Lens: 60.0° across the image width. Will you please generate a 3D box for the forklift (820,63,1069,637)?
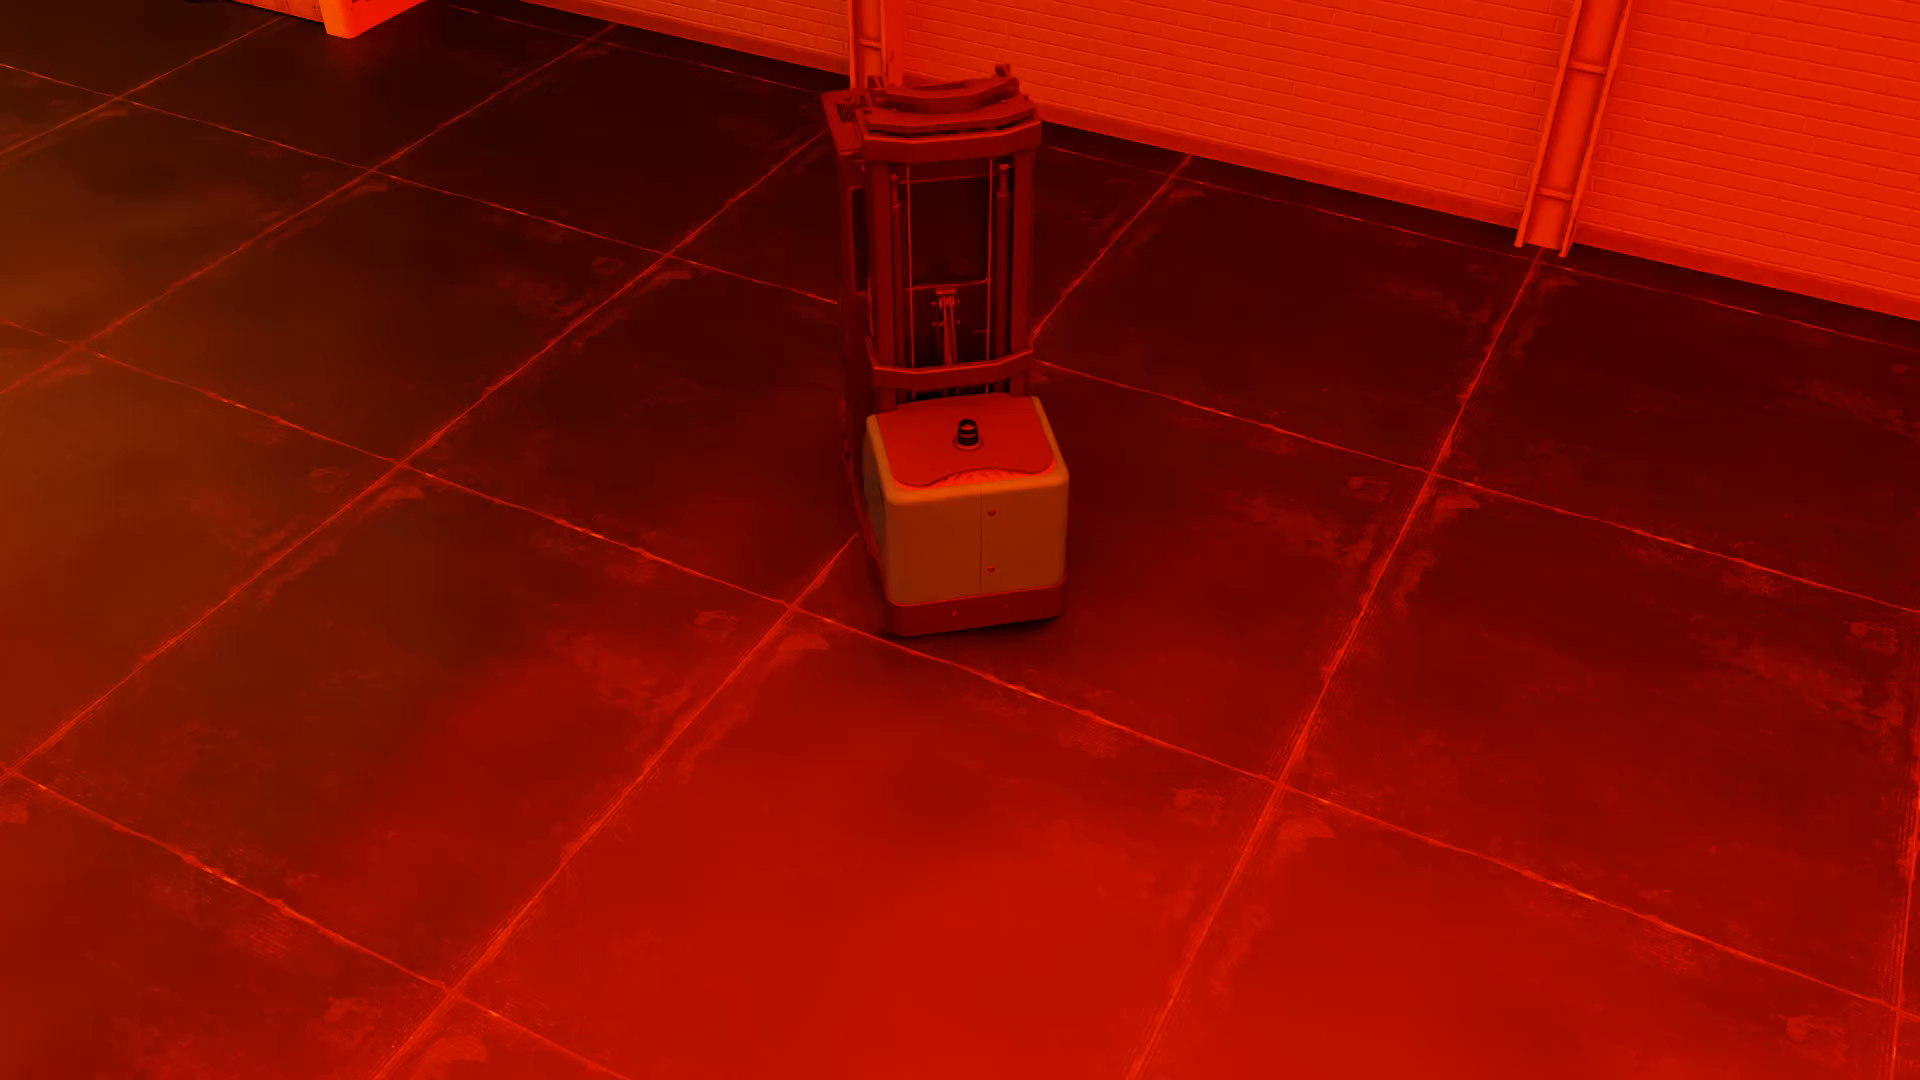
[{"bbox_3d":[-0.174,-1.523,9.795,1.130,2.935,3.031,-7,41,-8],"label":"forklift"}]
